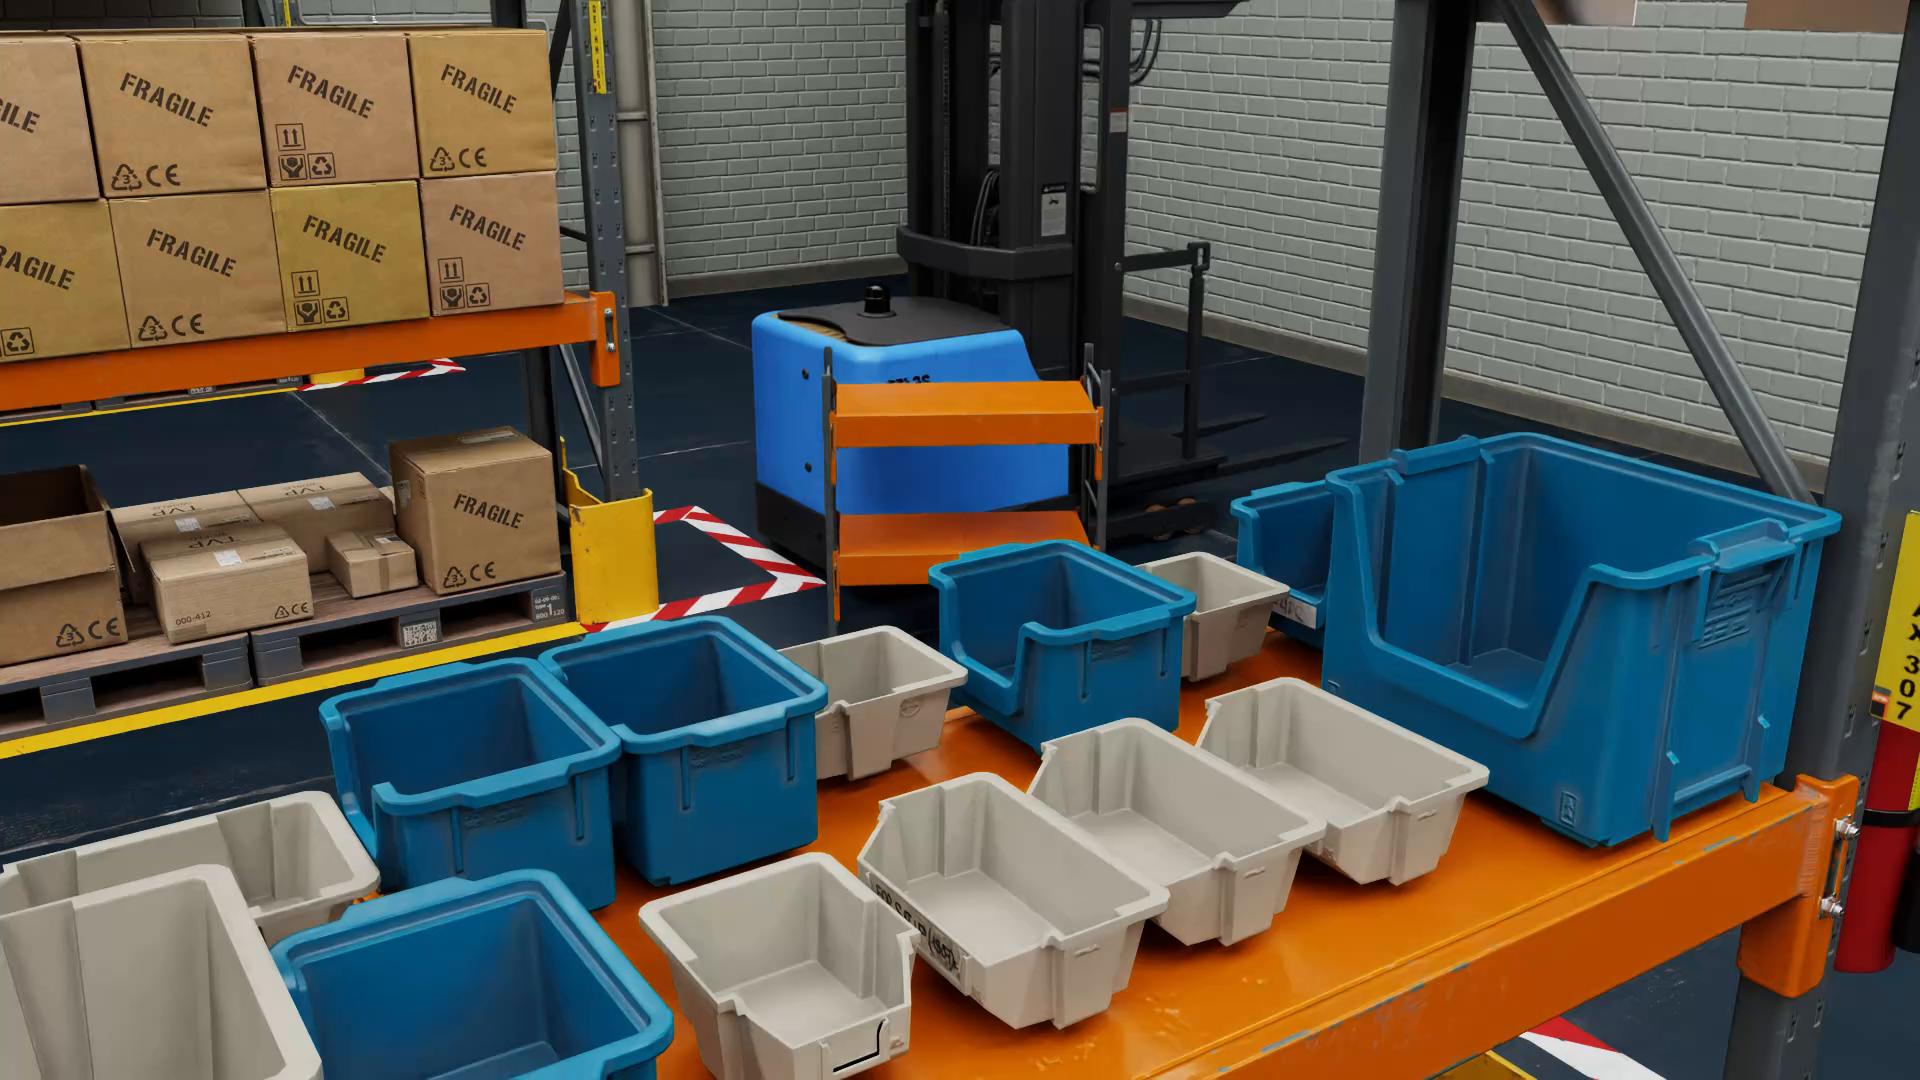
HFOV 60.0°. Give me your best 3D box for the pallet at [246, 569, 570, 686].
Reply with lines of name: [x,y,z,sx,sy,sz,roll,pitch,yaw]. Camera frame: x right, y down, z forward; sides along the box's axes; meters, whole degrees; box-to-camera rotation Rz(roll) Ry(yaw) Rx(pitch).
pallet: [-2.354,0.207,6.805,1.213,0.211,1.003,-12,22,-31]

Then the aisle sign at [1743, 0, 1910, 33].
aisle sign: [1.317,-1.109,2.282,0.004,0.787,0.394,-12,22,-31]

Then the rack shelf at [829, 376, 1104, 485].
rack shelf: [0.010,-0.426,6.334,1.000,0.278,0.538,-1,19,-3]

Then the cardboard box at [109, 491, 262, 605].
cardboard box: [-3.070,0.022,6.604,0.500,0.250,0.500,-12,22,-31]

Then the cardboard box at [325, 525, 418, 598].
cardboard box: [-2.331,0.074,6.579,0.250,0.166,0.380,-12,22,-31]

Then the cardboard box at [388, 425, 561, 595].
cardboard box: [-1.944,-0.131,6.665,0.500,0.500,0.500,-12,22,-31]

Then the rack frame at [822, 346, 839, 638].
rack frame: [-0.497,-0.139,6.398,0.032,1.125,0.500,-1,19,-3]

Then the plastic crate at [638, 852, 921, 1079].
plastic crate: [-0.192,0.505,1.884,0.250,0.136,0.298,-12,22,-31]

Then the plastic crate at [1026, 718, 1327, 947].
plastic crate: [0.265,0.393,2.218,0.243,0.136,0.396,-12,22,-31]

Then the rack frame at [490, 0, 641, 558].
rack frame: [-1.625,-1.269,6.814,0.127,3.000,1.000,-12,22,-31]

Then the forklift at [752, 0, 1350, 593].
forklift: [0.572,-1.511,7.638,3.031,2.935,1.130,-12,22,-32]

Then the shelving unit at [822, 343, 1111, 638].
shelving unit: [0.010,-0.148,6.427,1.048,1.125,0.538,-1,19,-3]

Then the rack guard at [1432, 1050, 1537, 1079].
rack guard: [1.109,1.233,3.316,0.348,0.500,1.175,-12,22,-31]

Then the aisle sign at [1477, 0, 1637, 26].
aisle sign: [0.993,-1.267,2.749,0.004,0.787,0.394,-12,22,-31]

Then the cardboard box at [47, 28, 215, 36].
cardboard box: [-2.994,-1.601,6.080,0.500,0.500,0.500,-12,22,-31]

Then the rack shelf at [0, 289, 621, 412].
rack shelf: [-3.295,-0.576,5.887,4.000,0.370,1.077,-12,22,-31]

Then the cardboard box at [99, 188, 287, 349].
cardboard box: [-2.700,-0.986,5.820,0.500,0.500,0.500,-12,22,-31]

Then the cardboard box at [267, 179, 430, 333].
cardboard box: [-2.281,-1.072,6.076,0.500,0.500,0.500,-12,22,-31]

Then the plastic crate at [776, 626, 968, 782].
plastic crate: [-0.171,0.263,2.602,0.298,0.136,0.250,-12,22,-31]

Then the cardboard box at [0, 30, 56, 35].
cardboard box: [-3.417,-1.511,5.814,0.500,0.500,0.500,-12,22,-32]

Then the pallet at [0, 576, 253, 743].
pallet: [-3.372,0.420,6.173,1.213,0.211,1.003,-12,22,-31]

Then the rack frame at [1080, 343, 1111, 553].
rack frame: [0.518,-0.158,6.456,0.032,1.125,0.500,-1,19,-3]

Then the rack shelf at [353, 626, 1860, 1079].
rack shelf: [-0.574,0.750,1.966,4.000,0.370,1.077,-12,22,-31]

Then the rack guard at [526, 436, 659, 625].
rack guard: [-1.688,-0.071,7.174,0.348,0.500,1.175,-12,22,-31]

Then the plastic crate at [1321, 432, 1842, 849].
plastic crate: [0.919,0.121,2.555,0.499,0.435,0.616,-12,22,-31]

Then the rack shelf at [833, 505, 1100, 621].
rack shelf: [0.010,0.083,6.506,1.000,0.278,0.538,-1,19,-3]

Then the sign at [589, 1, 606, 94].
sign: [-1.337,-1.815,6.128,0.005,0.325,0.100,-12,22,-31]

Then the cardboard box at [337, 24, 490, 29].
cardboard box: [-2.141,-1.782,6.615,0.500,0.500,0.500,-11,22,-30]

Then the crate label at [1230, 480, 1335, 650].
crate label: [0.709,0.063,3.042,0.303,0.233,0.416,-12,22,-31]

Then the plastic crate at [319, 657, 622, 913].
plastic crate: [-0.641,0.348,2.199,0.300,0.233,0.416,-12,22,-31]

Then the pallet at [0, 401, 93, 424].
pallet: [-5.995,-0.897,10.067,1.213,0.211,1.003,-12,22,-31]

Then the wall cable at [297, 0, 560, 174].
wall cable: [-3.803,-3.553,11.984,1.851,1.984,0.084,-12,22,-31]

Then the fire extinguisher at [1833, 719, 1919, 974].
fire extinguisher: [1.472,0.365,2.684,0.183,0.674,0.296,-12,22,-31]

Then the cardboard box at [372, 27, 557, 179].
cardboard box: [-1.845,-1.638,6.188,0.500,0.500,0.500,-12,22,-32]

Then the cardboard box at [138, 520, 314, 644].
cardboard box: [-2.754,0.147,6.234,0.500,0.250,0.500,-12,22,-31]

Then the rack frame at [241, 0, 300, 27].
rack frame: [-4.353,-2.593,10.731,0.127,3.000,1.000,-12,22,-31]

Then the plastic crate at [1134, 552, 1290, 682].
plastic crate: [0.395,0.143,2.955,0.298,0.136,0.250,-12,22,-31]

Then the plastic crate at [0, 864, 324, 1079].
plastic crate: [-0.868,0.570,1.468,0.530,0.282,0.437,-12,22,-31]

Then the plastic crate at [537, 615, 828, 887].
plastic crate: [-0.391,0.295,2.356,0.300,0.233,0.416,-12,22,-31]

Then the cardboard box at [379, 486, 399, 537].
cardboard box: [-2.373,-0.109,7.120,0.250,0.166,0.380,-12,22,-31]

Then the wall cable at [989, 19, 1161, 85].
wall cable: [0.568,-4.865,12.932,0.112,2.526,3.097,-12,22,-31]

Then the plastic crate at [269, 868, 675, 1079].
plastic crate: [-0.478,0.538,1.637,0.300,0.233,0.416,-12,22,-31]

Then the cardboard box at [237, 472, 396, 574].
cardboard box: [-2.653,-0.066,6.864,0.500,0.250,0.500,-12,22,-31]

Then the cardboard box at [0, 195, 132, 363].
cardboard box: [-3.121,-0.897,5.558,0.500,0.500,0.500,-12,22,-32]

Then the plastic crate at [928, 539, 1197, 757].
plastic crate: [0.159,0.179,2.699,0.300,0.233,0.416,-12,22,-31]

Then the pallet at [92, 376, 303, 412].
pallet: [-4.977,-1.110,10.699,1.213,0.211,1.003,-12,22,-31]

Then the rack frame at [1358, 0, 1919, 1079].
rack frame: [1.098,0.058,2.890,0.053,2.616,0.949,-12,22,-31]

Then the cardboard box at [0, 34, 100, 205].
cardboard box: [-3.126,-1.365,5.383,0.500,0.500,0.500,-11,22,-30]

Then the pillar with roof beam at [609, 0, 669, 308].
pillar with roof beam: [-0.206,-4.990,8.455,0.400,9.000,9.100,-12,22,-31]

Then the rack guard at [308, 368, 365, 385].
rack guard: [-4.332,-1.413,11.144,0.348,0.500,1.175,-12,22,-31]

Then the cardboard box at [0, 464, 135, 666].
cardboard box: [-3.399,0.078,6.042,0.637,0.503,0.797,-12,22,-31]

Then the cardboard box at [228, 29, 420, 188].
cardboard box: [-2.267,-1.548,5.924,0.500,0.500,0.500,-11,22,-30]

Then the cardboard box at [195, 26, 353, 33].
cardboard box: [-2.573,-1.688,6.337,0.500,0.500,0.500,-12,22,-31]

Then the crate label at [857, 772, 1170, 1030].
crate label: [0.045,0.448,2.053,0.243,0.136,0.396,-12,22,-31]

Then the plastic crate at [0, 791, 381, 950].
plastic crate: [-0.956,0.471,1.986,0.466,0.136,0.293,-12,22,-31]

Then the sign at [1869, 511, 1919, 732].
sign: [1.412,0.124,2.440,0.005,0.325,0.100,-12,22,-31]

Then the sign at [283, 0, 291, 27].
sign: [-4.066,-3.106,10.071,0.005,0.325,0.100,-12,22,-31]

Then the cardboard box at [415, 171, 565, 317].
cardboard box: [-1.849,-1.164,6.349,0.500,0.500,0.500,-11,22,-30]

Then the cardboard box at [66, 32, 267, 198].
cardboard box: [-2.697,-1.456,5.650,0.500,0.500,0.500,-11,22,-30]

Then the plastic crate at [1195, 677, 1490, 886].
plastic crate: [0.515,0.346,2.357,0.243,0.136,0.396,-12,22,-31]
